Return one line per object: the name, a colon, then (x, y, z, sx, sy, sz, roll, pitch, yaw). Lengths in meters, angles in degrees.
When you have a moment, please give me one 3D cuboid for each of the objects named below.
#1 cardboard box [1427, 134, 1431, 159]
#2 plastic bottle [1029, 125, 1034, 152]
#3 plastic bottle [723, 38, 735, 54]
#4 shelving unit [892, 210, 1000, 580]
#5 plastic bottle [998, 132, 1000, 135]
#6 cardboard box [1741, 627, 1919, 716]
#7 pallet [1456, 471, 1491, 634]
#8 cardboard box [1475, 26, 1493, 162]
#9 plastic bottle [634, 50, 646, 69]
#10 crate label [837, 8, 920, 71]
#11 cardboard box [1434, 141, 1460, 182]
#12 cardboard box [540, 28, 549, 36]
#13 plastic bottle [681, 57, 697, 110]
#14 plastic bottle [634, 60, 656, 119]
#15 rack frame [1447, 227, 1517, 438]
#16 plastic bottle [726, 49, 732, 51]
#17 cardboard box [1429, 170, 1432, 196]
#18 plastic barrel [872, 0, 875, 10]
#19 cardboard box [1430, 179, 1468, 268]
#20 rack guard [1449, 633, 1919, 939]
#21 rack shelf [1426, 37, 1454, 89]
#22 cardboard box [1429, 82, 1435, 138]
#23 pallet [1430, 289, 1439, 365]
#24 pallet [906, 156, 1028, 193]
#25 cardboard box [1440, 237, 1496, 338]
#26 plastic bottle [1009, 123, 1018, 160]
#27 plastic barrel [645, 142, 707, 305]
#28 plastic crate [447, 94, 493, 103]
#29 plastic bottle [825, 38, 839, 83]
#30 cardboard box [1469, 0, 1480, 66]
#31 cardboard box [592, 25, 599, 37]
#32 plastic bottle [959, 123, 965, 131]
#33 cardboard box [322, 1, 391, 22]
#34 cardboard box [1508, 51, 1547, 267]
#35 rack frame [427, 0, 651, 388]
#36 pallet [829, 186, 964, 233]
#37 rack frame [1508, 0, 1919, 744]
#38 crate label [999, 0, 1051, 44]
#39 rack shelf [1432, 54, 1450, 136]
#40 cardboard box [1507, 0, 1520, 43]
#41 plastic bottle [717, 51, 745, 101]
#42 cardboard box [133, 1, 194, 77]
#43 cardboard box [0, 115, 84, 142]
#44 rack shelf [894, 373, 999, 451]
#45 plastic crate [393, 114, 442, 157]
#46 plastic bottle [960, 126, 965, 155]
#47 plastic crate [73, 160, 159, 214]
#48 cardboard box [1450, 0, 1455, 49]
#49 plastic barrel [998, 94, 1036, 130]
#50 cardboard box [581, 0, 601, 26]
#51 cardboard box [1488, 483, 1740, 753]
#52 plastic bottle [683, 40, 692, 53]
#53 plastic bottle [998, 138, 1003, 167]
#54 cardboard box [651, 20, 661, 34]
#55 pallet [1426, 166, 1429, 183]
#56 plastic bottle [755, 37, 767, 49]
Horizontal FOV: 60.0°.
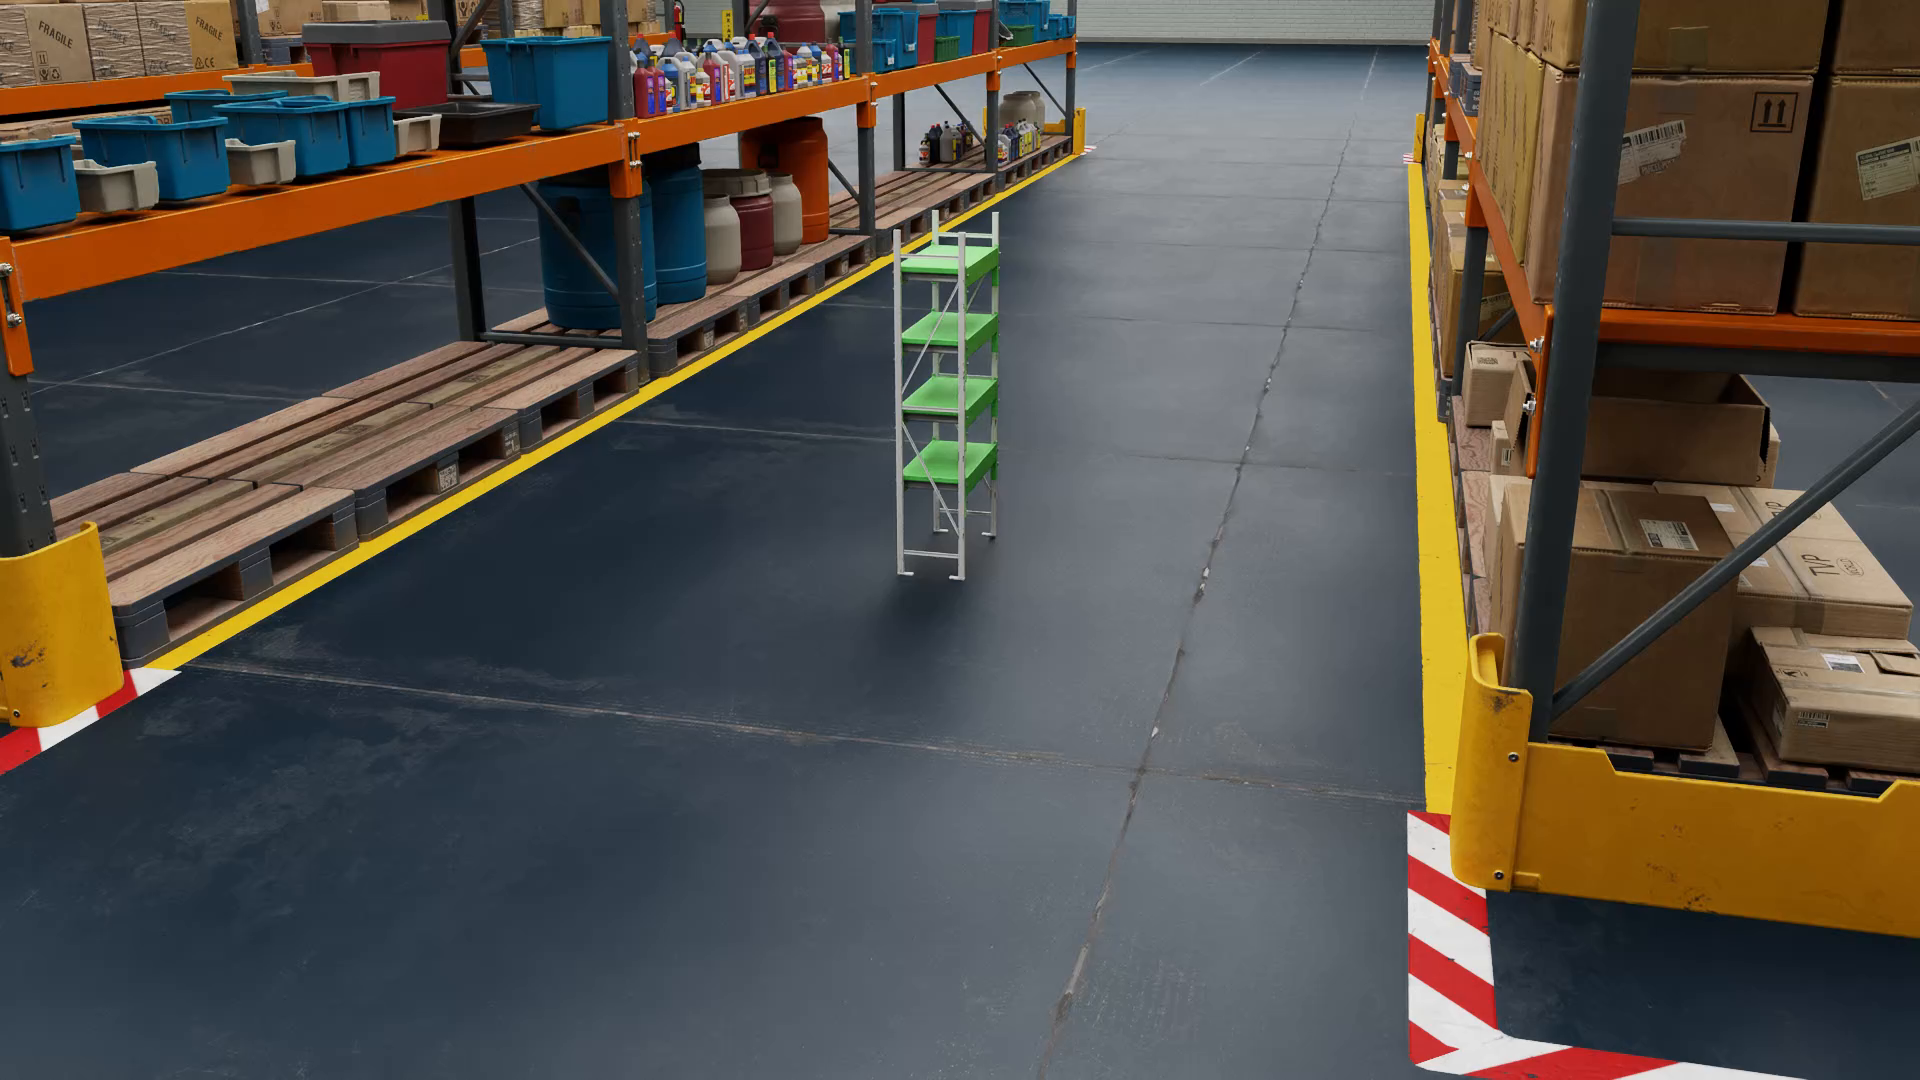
cardboard box: (4.926, -3.896, 16.559, 0.500, 0.250, 0.500, 5, 19, 13)
plastic bottle: (0.693, -4.200, 17.378, 0.152, 0.276, 0.135, 4, 19, 12)
plastic bottle: (-1.590, -3.299, 11.405, 0.097, 0.271, 0.097, 0, 19, 0)
shelving unit: (-0.040, -0.516, 5.842, 0.258, 1.200, 0.503, 5, 19, 13)
plastic bottle: (0.379, -3.950, 16.653, 0.097, 0.271, 0.097, 0, 19, 0)
cardboard box: (2.228, 0.346, 4.238, 0.380, 0.166, 0.250, 5, 19, 13)
pallet: (2.244, 0.060, 5.685, 1.003, 0.211, 1.213, 5, 19, 13)
cardboard box: (2.320, -1.767, 6.566, 0.500, 0.500, 0.500, 5, 20, 15)
plastic bottle: (-1.883, -2.722, 9.716, 0.097, 0.271, 0.097, 0, 19, 0)
crate label: (-0.611, -3.811, 12.650, 0.502, 0.435, 0.616, 5, 19, 13)
cardboard box: (3.947, -2.937, 12.881, 0.500, 0.311, 0.500, 5, 20, 15)
cardboard box: (-4.489, -5.232, 17.253, 0.380, 0.149, 0.250, 5, 19, 13)
plastic bottle: (-1.466, -2.453, 8.929, 0.097, 0.271, 0.097, 0, 19, 0)
plastic bottle: (-1.590, -2.277, 8.393, 0.061, 0.283, 0.133, 5, 19, 13)
rack frame: (2.709, -1.858, 6.987, 1.000, 3.000, 0.127, 5, 19, 13)
plastic bottle: (-1.365, -2.774, 9.868, 0.097, 0.271, 0.097, 0, 19, 0)
cardboard box: (4.199, -2.996, 13.923, 0.500, 0.250, 0.500, 5, 20, 15)
plastic barrel: (-0.870, -4.174, 13.557, 0.433, 0.535, 0.433, 0, 19, 0)
cardboard box: (3.298, -2.017, 10.639, 0.500, 0.500, 0.500, 6, 20, 16)
rack guard: (1.750, 0.555, 3.790, 1.175, 0.500, 0.348, 5, 19, 13)
rack shelf: (5.152, -4.652, 16.280, 1.077, 0.370, 4.000, 5, 19, 13)
cardboard box: (4.925, -4.251, 16.438, 0.500, 0.500, 0.500, 5, 19, 13)
pallet: (3.167, -1.180, 9.316, 1.003, 0.211, 1.213, 5, 19, 13)
pallet: (0.066, -3.646, 16.534, 1.003, 0.211, 1.213, 5, 19, 13)
cardboard box: (2.681, -1.215, 8.291, 0.500, 0.500, 0.500, 5, 19, 14)
plastic bottle: (0.507, -3.992, 16.652, 0.144, 0.351, 0.185, 4, 19, 11)
plastic barrel: (-1.771, -1.847, 9.552, 0.600, 0.901, 0.708, 5, 19, 13)
plastic crate: (-2.345, -2.020, 7.775, 0.396, 0.136, 0.243, 5, 19, 13)
plastic bottle: (-0.857, -3.216, 11.144, 0.061, 0.283, 0.133, 5, 19, 13)
cardboard box: (3.233, -2.880, 9.175, 0.700, 0.500, 0.500, 9, 21, 24)
cardboard box: (-4.227, -5.627, 18.410, 0.380, 0.149, 0.250, 5, 19, 13)
plastic bottle: (0.010, -4.278, 17.611, 0.097, 0.271, 0.097, 0, 19, 0)
cardboard box: (-5.286, -4.530, 14.393, 0.500, 0.250, 0.500, 4, 19, 12)
cardboard box: (1.701, -0.977, 4.251, 0.500, 0.500, 0.500, 5, 19, 14)
rack frame: (-2.093, -2.251, 8.136, 1.000, 3.000, 0.127, 5, 19, 13)
pallet: (-0.589, -2.806, 14.075, 1.003, 0.211, 1.213, 5, 19, 13)
rack frame: (1.732, -0.604, 3.317, 1.000, 3.000, 0.127, 5, 19, 13)
crate label: (0.651, -5.430, 17.390, 0.502, 0.435, 0.616, 5, 19, 13)
rack shelf: (4.175, -3.398, 12.609, 1.077, 0.370, 4.000, 5, 19, 13)
cardboard box: (1.944, -1.768, 5.023, 0.500, 0.500, 0.500, 5, 20, 15)
plastic bottle: (-1.328, -2.670, 9.555, 0.152, 0.276, 0.135, 5, 19, 13)
cardboard box: (-5.926, -3.613, 11.969, 0.500, 0.500, 0.500, 4, 19, 13)
cardboard box: (-6.542, -2.317, 10.969, 1.225, 0.875, 0.875, 4, 19, 11)
rack shelf: (-0.040, -0.455, 5.862, 0.258, 0.148, 0.480, 5, 19, 13)
plastic crate: (-2.227, -1.585, 6.501, 0.293, 0.136, 0.466, 5, 19, 13)
plastic bottle: (0.012, -4.109, 17.099, 0.061, 0.283, 0.133, 5, 19, 13)
plastic crate: (-2.532, -1.046, 4.924, 0.250, 0.136, 0.298, 5, 19, 13)
cardboard box: (5.139, -5.036, 16.136, 0.700, 0.500, 0.500, 5, 20, 15)
plastic barrel: (0.630, -4.664, 18.400, 0.421, 0.512, 0.421, 0, 19, 0)
cardboard box: (-4.428, -5.945, 18.339, 0.875, 0.500, 0.500, 5, 19, 13)
cardboard box: (1.626, 0.180, 4.205, 0.500, 0.500, 0.500, 5, 19, 13)
plastic bottle: (-1.781, -3.083, 10.754, 0.061, 0.283, 0.133, 5, 19, 13)
plastic bottle: (0.364, -3.740, 16.038, 0.097, 0.271, 0.097, 0, 19, 0)
cardboard box: (-3.834, -6.178, 20.024, 0.380, 0.149, 0.250, 5, 19, 13)
pallet: (5.195, -3.676, 16.622, 1.003, 0.211, 1.213, 5, 19, 13)
plastic bottle: (-1.388, -3.323, 11.469, 0.152, 0.276, 0.135, 5, 19, 13)
